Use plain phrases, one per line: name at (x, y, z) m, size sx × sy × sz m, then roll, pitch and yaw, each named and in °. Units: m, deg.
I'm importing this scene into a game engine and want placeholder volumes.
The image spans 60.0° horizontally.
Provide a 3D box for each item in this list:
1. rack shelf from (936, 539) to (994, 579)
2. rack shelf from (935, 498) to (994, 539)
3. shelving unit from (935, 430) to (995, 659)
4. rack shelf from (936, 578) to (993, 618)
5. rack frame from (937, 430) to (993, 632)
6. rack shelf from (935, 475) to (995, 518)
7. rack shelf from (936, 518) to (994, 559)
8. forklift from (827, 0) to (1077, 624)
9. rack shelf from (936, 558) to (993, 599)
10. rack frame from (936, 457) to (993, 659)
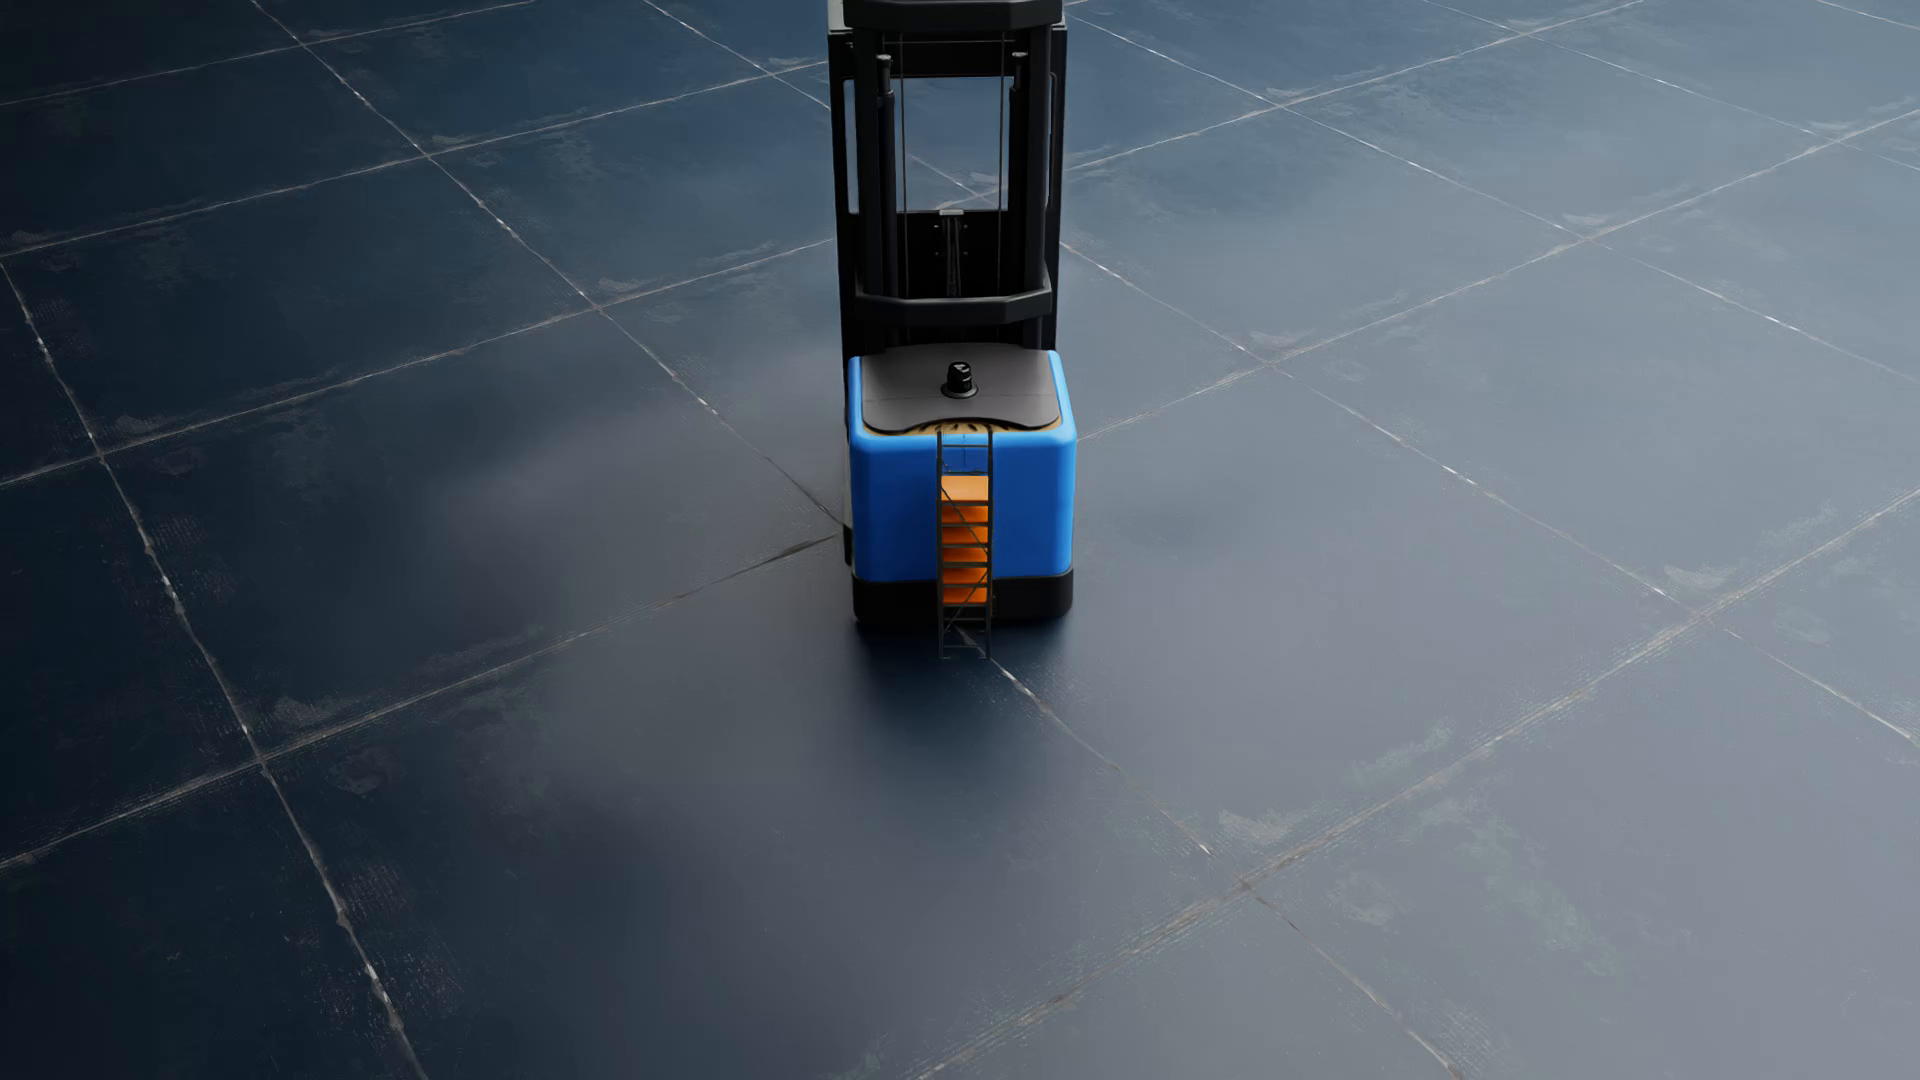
rack shelf at (0.021, 0.077, 7.494) m, size 0.258 × 0.103 × 0.180 m, roll 0°, pitch 41°, yaw 0°
rack shelf at (0.021, -0.104, 7.336) m, size 0.258 × 0.103 × 0.180 m, roll 0°, pitch 41°, yaw 0°
shelving unit at (0.021, 0.043, 7.464) m, size 0.258 × 1.200 × 0.189 m, roll 0°, pitch 41°, yaw 0°
rack shelf at (0.022, 0.258, 7.651) m, size 0.258 × 0.103 × 0.180 m, roll 0°, pitch 41°, yaw 0°
rack frame at (0.022, -0.017, 7.533) m, size 0.240 × 1.200 × 0.006 m, roll 0°, pitch 41°, yaw 0°
rack shelf at (0.021, -0.195, 7.257) m, size 0.258 × 0.103 × 0.180 m, roll 0°, pitch 41°, yaw 0°
rack shelf at (0.021, -0.014, 7.415) m, size 0.258 × 0.103 × 0.180 m, roll 0°, pitch 41°, yaw 0°
forklift at (-0.073, -1.632, 8.322) m, size 1.130 × 2.935 × 3.031 m, roll -2°, pitch 36°, yaw -3°
rack shelf at (0.021, 0.167, 7.572) m, size 0.258 × 0.103 × 0.180 m, roll 0°, pitch 41°, yaw 0°
rack frame at (0.021, 0.104, 7.395) m, size 0.240 × 1.200 × 0.006 m, roll 0°, pitch 41°, yaw 0°
